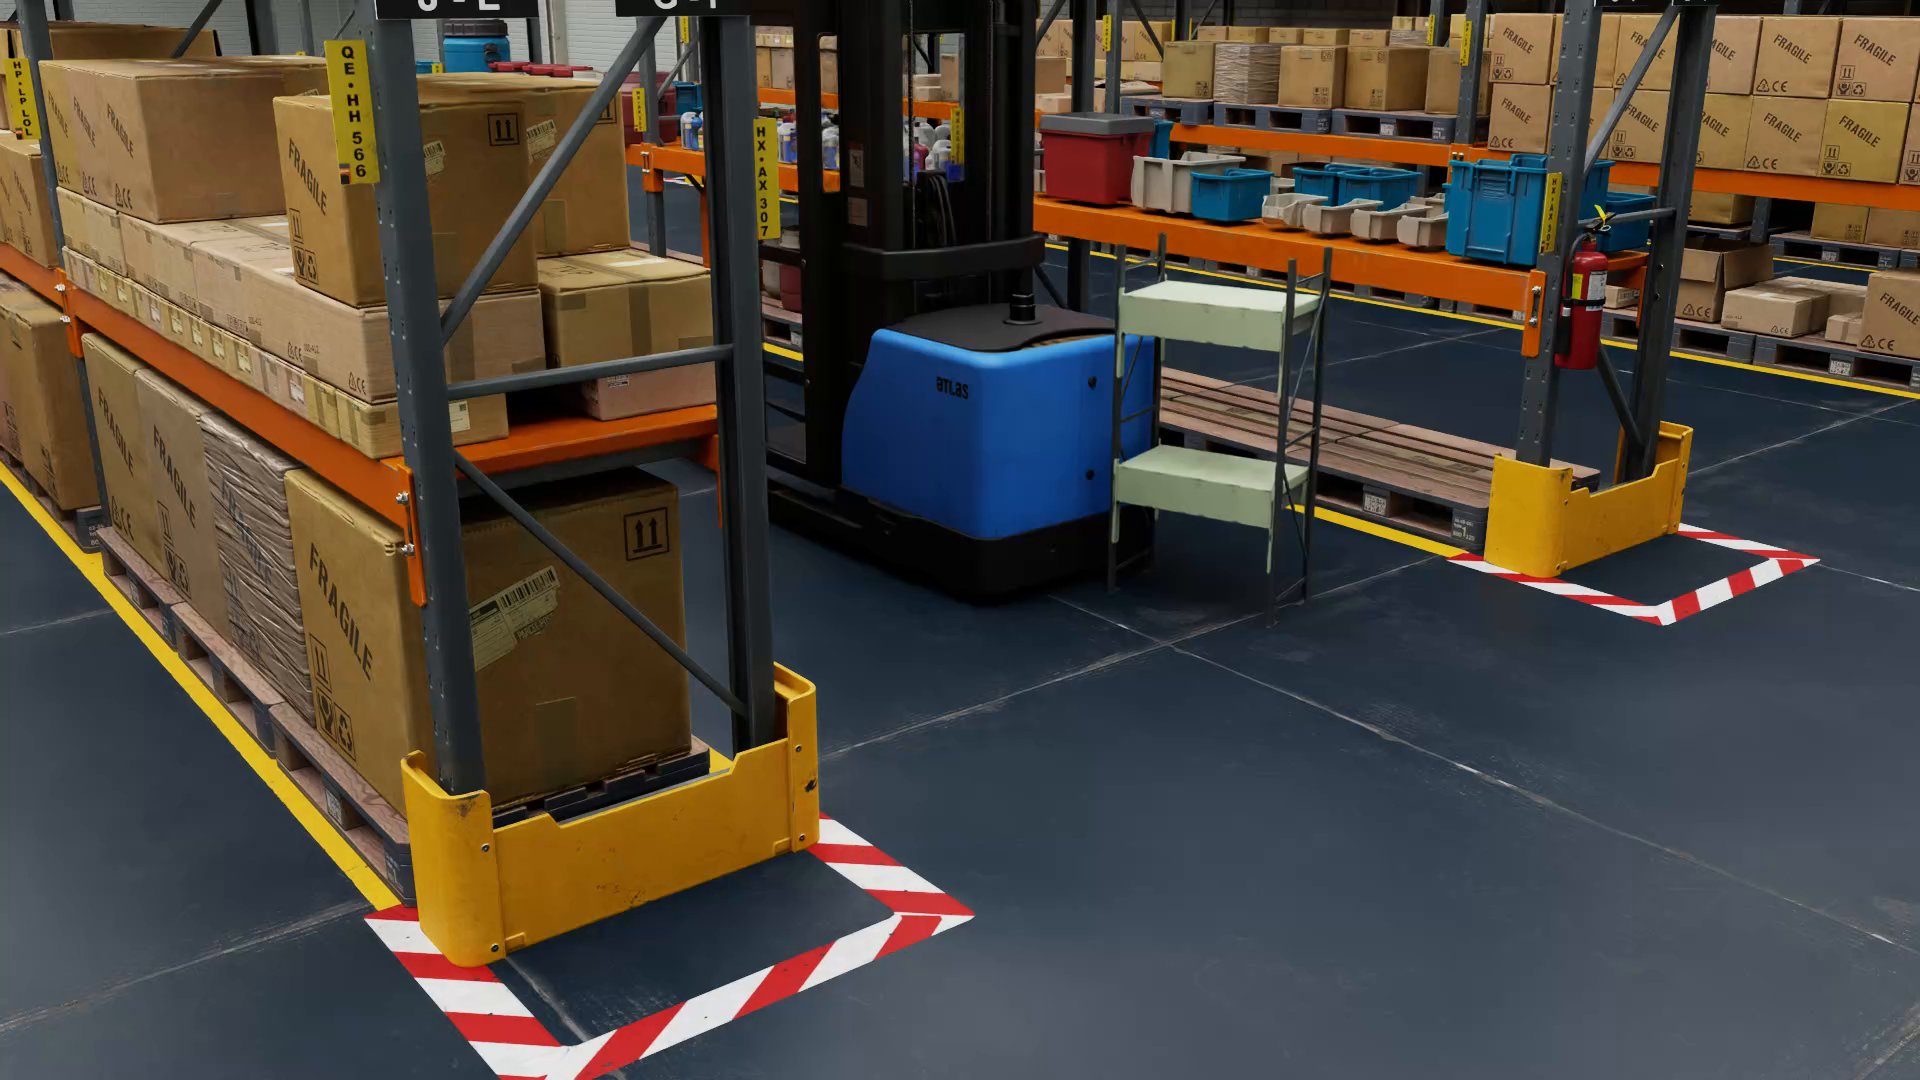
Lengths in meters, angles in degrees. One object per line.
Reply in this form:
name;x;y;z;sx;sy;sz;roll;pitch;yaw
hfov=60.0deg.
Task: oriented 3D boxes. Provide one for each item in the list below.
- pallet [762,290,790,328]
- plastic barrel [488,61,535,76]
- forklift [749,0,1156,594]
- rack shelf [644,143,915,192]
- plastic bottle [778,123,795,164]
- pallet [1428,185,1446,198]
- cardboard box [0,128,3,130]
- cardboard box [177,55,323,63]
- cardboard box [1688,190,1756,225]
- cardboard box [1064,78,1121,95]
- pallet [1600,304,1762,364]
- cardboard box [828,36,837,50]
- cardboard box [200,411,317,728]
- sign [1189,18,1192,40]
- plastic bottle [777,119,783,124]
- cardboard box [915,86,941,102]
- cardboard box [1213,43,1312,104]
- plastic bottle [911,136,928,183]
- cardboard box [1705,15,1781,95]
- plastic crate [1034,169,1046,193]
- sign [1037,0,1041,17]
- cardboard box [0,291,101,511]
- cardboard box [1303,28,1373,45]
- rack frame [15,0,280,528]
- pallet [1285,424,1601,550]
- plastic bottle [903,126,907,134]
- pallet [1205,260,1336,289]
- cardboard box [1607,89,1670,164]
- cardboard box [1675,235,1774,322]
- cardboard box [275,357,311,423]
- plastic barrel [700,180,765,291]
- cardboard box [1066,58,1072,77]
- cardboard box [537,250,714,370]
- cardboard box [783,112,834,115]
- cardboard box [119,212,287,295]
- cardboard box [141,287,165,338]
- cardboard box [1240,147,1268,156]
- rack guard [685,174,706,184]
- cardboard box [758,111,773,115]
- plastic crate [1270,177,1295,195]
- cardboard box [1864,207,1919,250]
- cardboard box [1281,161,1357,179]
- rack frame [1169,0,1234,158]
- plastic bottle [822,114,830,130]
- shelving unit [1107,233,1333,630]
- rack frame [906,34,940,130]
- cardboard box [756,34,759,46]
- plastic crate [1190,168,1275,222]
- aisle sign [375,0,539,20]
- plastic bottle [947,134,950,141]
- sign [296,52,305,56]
pallet;-1.545;-1.867;13.166;1.003;0.211;1.213;-14;23;-36
plastic barrel;-4.129;-4.149;15.404;0.433;0.535;0.433;0;18;0
forklift;-0.420;-1.560;7.910;1.130;2.935;3.031;-14;23;-36
rack shelf;-0.826;-2.543;11.915;1.077;0.370;4.000;-14;23;-36
plastic bottle;-1.191;-2.807;11.765;0.152;0.276;0.135;-14;23;-36
pallet;5.215;-4.180;20.150;1.003;0.211;1.213;-14;23;-36
cardboard box;-4.910;-1.910;8.698;0.500;0.500;0.500;-14;23;-36
cardboard box;-2.971;-1.790;7.069;0.500;0.500;0.500;-13;22;-35
cardboard box;7.677;-3.639;16.832;0.750;0.750;0.750;-14;23;-35
cardboard box;1.414;-4.559;17.001;0.500;0.311;0.500;-14;23;-37
pallet;5.489;-1.563;12.249;1.003;0.211;1.213;-14;23;-36
cardboard box;-1.319;-5.835;19.521;0.380;0.149;0.250;-15;23;-38
cardboard box;-2.008;0.004;5.792;0.875;0.875;0.875;-14;23;-36
sign;2.237;-4.964;16.364;0.100;0.325;0.005;-14;23;-36
plastic bottle;-1.424;-3.235;13.175;0.097;0.201;0.097;0;18;0
cardboard box;-0.276;-4.951;18.443;0.380;0.149;0.250;-14;23;-36
cardboard box;2.715;-4.194;14.930;0.700;0.500;0.500;-9;20;-26
plastic bottle;-0.261;-2.418;10.580;0.061;0.283;0.133;-14;23;-36
cardboard box;5.334;-3.328;11.391;0.500;0.500;0.500;-13;22;-34
plastic crate;0.593;-2.152;9.915;0.396;0.136;0.243;-14;23;-36
sign;1.179;-8.085;25.163;0.100;0.325;0.005;-14;23;-36
cardboard box;-3.879;-0.770;8.127;1.225;0.875;0.875;-14;23;-36
cardboard box;4.608;-5.984;20.303;0.700;0.500;0.500;-14;23;-36
rack frame;-3.466;-1.425;7.394;1.000;3.000;0.127;-14;23;-36
pallet;2.418;-0.293;8.412;1.003;0.211;1.213;-14;23;-36
plastic bottle;-0.413;-2.605;11.035;0.144;0.351;0.185;-14;23;-36
pallet;3.005;-2.528;15.160;1.003;0.211;1.213;-14;23;-36
cardboard box;5.034;-2.977;11.922;0.500;0.500;0.500;-14;23;-36
cardboard box;5.472;-1.919;12.159;0.797;0.503;0.637;-14;23;-36
cardboard box;-1.781;-0.470;4.909;0.380;0.149;0.250;-14;23;-36
plastic barrel;-1.750;-2.429;13.211;0.600;0.830;0.708;-14;23;-36
cardboard box;1.743;-6.661;23.415;0.500;0.250;0.500;-14;23;-36
cardboard box;-1.069;-0.680;4.911;0.500;0.250;0.500;-15;23;-38
cardboard box;-1.951;-5.247;21.450;0.500;0.500;0.500;-14;23;-36
cardboard box;-2.749;-1.078;6.112;0.500;0.250;0.500;-13;23;-35
cardboard box;-2.738;-0.849;6.053;0.380;0.149;0.250;-14;23;-35
cardboard box;4.045;-5.023;21.537;0.700;0.500;0.500;-15;23;-37
rack guard;-3.164;-5.134;22.571;1.175;0.500;0.348;-14;23;-36
cardboard box;-2.679;-5.266;21.508;0.500;0.500;0.500;-14;23;-36
plastic crate;1.733;-1.925;9.227;0.293;0.136;0.466;-14;23;-36
cardboard box;8.876;-3.009;15.487;0.700;0.500;0.500;-14;23;-37
cardboard box;3.259;-3.272;15.057;0.500;0.250;0.500;-15;23;-37
rack frame;3.215;-6.297;22.106;1.000;3.000;0.127;-14;23;-36
plastic bottle;-1.039;-3.115;12.703;0.097;0.271;0.097;0;18;0
shelving unit;1.057;-0.465;6.880;0.755;1.500;0.431;12;22;31
rack frame;-0.666;-5.329;19.184;1.000;3.000;0.127;-14;23;-36
cardboard box;-2.432;-6.277;20.856;0.380;0.149;0.250;-15;23;-38
plastic crate;1.424;-1.811;8.731;0.416;0.233;0.300;-14;23;-36
aisle sign;-1.173;-1.597;3.779;0.394;0.787;0.004;-14;23;-36
plastic bottle;-0.028;-2.729;11.517;0.061;0.283;0.133;-14;23;-36
sign;-7.468;-5.374;18.879;0.100;0.325;0.005;-14;23;-36
